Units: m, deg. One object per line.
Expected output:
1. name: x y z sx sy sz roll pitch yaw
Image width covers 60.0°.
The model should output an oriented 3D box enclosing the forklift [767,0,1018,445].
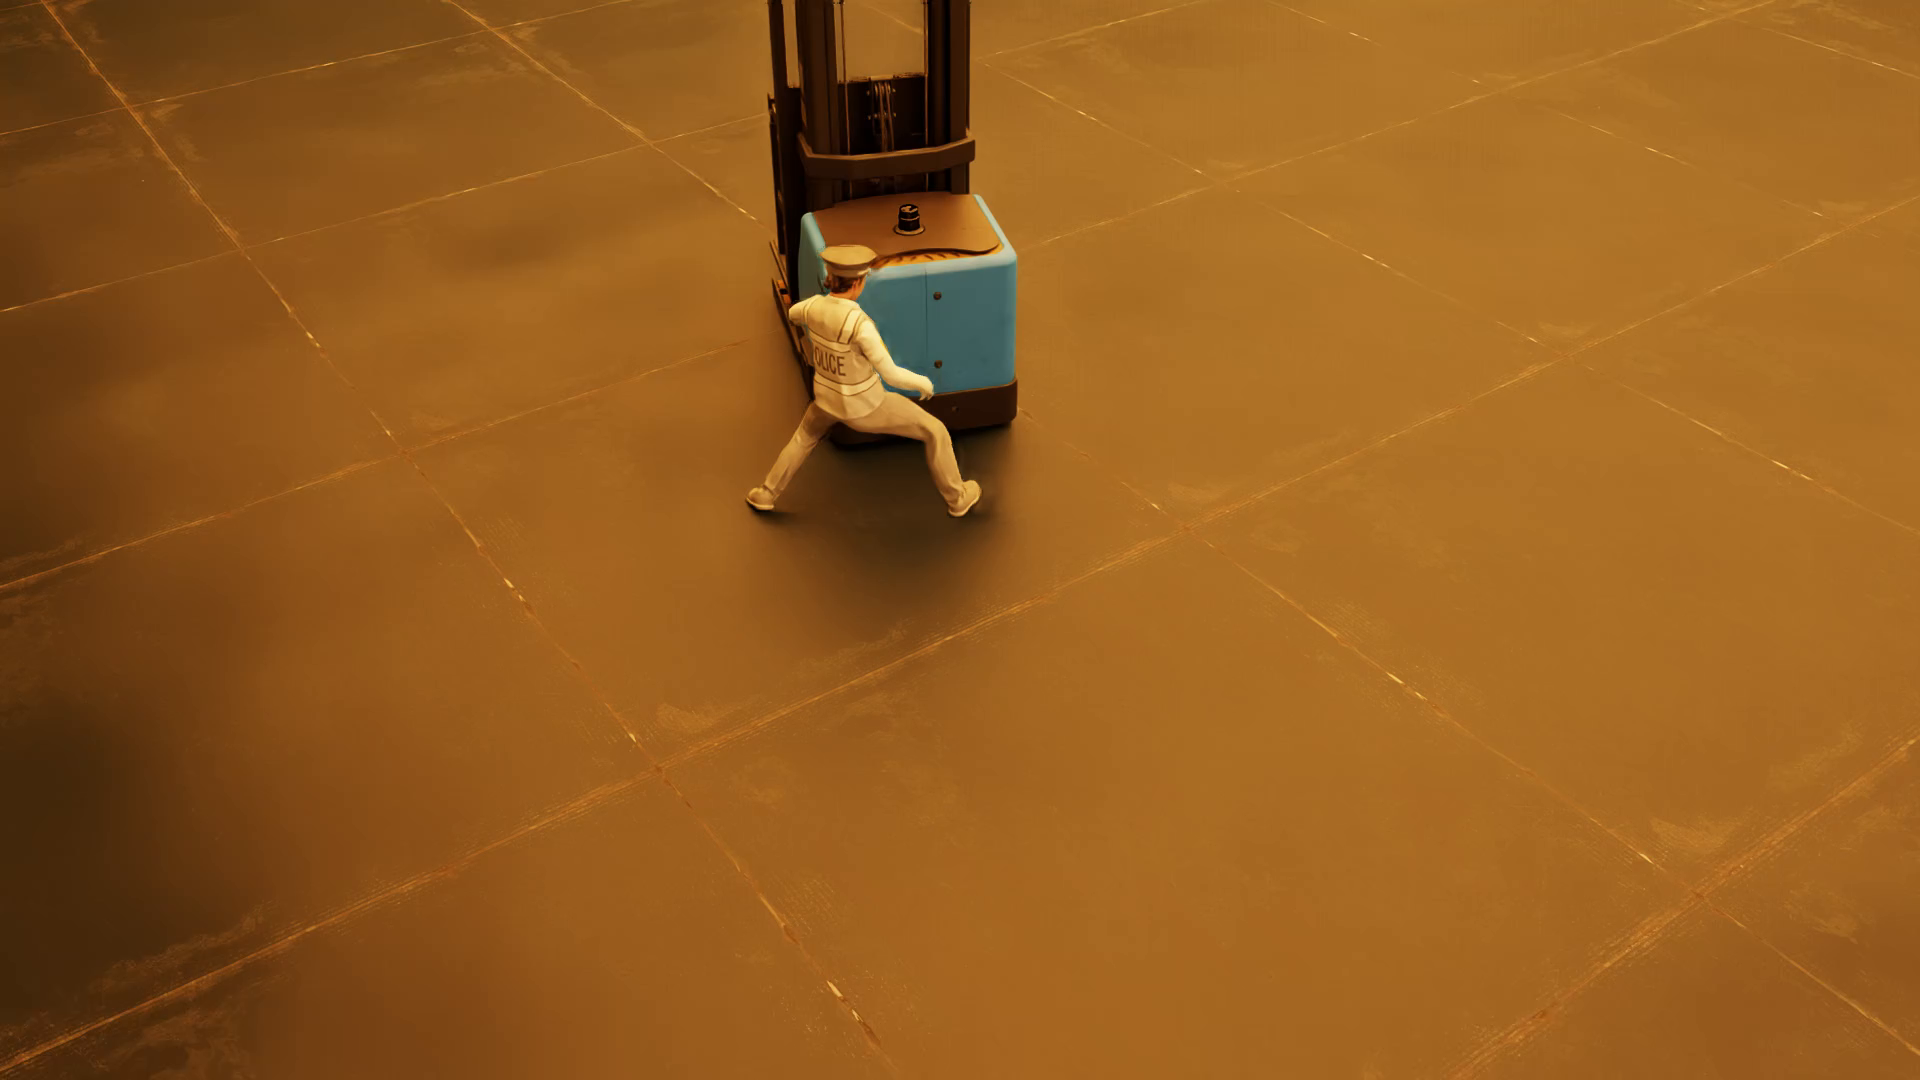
1. forklift: -0.544 -2.571 9.422 1.130 2.935 3.031 -9 37 -11

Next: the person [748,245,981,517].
1. person: -0.506 -0.783 8.253 1.001 1.518 0.928 29 45 33
